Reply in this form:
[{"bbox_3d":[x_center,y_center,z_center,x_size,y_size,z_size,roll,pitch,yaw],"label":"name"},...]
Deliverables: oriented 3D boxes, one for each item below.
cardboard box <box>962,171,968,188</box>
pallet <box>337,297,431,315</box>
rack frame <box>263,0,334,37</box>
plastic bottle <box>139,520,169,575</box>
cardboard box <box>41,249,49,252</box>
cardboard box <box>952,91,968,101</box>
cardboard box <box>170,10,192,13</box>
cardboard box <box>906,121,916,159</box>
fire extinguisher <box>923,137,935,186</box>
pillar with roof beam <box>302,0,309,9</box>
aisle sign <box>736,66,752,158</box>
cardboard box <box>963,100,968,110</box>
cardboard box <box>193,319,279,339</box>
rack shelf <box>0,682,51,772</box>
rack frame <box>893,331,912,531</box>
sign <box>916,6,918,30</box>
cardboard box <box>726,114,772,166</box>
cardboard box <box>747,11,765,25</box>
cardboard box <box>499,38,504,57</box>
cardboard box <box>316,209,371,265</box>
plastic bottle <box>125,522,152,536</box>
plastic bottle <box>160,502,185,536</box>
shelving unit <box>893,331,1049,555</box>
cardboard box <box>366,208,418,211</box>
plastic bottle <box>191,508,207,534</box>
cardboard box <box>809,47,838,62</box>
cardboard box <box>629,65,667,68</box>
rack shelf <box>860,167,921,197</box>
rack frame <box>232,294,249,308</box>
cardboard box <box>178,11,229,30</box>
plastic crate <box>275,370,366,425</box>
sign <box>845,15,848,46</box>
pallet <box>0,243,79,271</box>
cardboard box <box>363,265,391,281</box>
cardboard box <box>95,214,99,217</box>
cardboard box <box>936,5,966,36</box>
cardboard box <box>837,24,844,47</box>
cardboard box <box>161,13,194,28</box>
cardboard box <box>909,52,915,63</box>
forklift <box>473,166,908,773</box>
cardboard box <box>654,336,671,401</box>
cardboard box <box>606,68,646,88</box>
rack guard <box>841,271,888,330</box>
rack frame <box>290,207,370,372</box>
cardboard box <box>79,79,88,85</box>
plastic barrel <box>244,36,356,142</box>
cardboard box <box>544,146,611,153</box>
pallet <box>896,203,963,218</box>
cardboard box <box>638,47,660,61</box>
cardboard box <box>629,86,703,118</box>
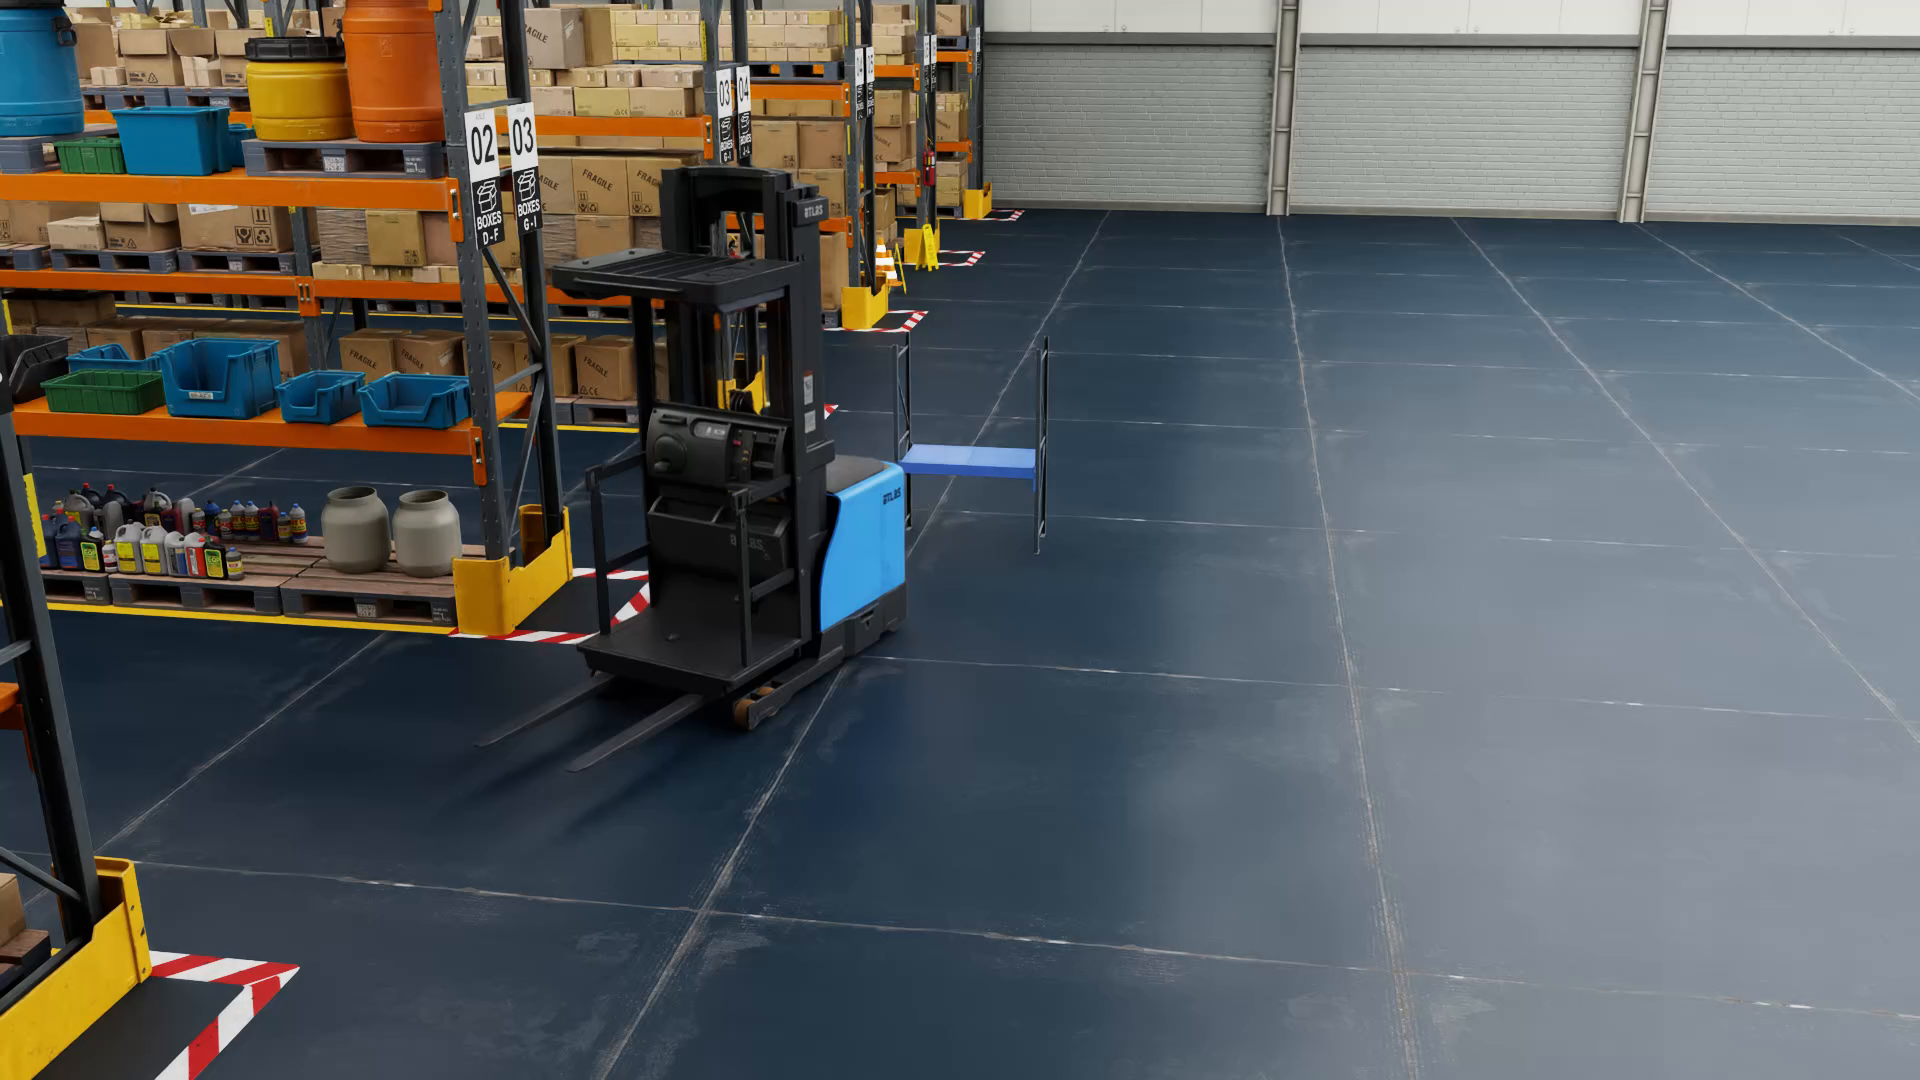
[{"bbox_3d":[-0.141,-6.447,29.728,0.500,0.250,0.500,3,19,10],"label":"cardboard box"},{"bbox_3d":[-7.110,-3.070,21.146,1.213,0.211,1.003,3,19,9],"label":"pallet"},{"bbox_3d":[-6.015,-5.613,14.895,0.127,3.000,1.000,3,19,9],"label":"rack frame"},{"bbox_3d":[-5.280,0.043,10.930,0.185,0.351,0.144,4,19,11],"label":"plastic bottle"},{"bbox_3d":[-11.817,-3.586,21.572,0.500,0.500,0.500,4,19,11],"label":"cardboard box"},{"bbox_3d":[-0.008,-7.806,29.257,0.250,0.149,0.380,3,19,8],"label":"cardboard box"},{"bbox_3d":[-14.112,-9.608,30.542,0.500,0.250,0.500,3,19,8],"label":"cardboard box"},{"bbox_3d":[-0.917,-5.970,24.792,0.500,0.500,0.500,3,19,8],"label":"cardboard box"},{"bbox_3d":[-0.454,-5.484,24.088,0.183,0.674,0.296,3,19,9],"label":"fire extinguisher"},{"bbox_3d":[-12.785,-9.644,26.944,0.400,9.000,9.100,3,19,9],"label":"pillar with roof beam"},{"bbox_3d":[-1.957,-3.890,15.105,0.004,0.787,0.394,3,19,9],"label":"aisle sign"},{"bbox_3d":[-0.004,-7.680,29.348,0.250,0.149,0.380,2,19,7],"label":"cardboard box"},{"bbox_3d":[-7.086,-1.858,16.376,0.500,0.500,0.700,3,19,8],"label":"cardboard box"},{"bbox_3d":[-5.615,0.778,6.386,4.000,0.370,1.077,3,19,9],"label":"rack shelf"},{"bbox_3d":[-0.418,-0.733,12.129,0.032,1.500,0.500,3,19,9],"label":"rack frame"},{"bbox_3d":[-0.601,-7.340,23.391,0.005,0.325,0.100,3,19,9],"label":"sign"},{"bbox_3d":[-2.628,-4.799,19.979,0.550,0.550,0.875,3,19,9],"label":"cardboard box"},{"bbox_3d":[-2.321,-5.992,19.077,0.250,0.149,0.380,3,19,10],"label":"cardboard box"},{"bbox_3d":[-5.685,-6.030,20.264,0.396,0.266,0.258,3,19,8],"label":"cardboard box"},{"bbox_3d":[-5.580,-2.914,15.659,0.500,0.500,0.875,3,19,9],"label":"cardboard box"},{"bbox_3d":[-5.465,0.021,11.112,0.135,0.276,0.152,3,19,9],"label":"plastic bottle"},{"bbox_3d":[-5.467,-0.126,11.539,0.133,0.283,0.061,3,19,9],"label":"plastic bottle"},{"bbox_3d":[0.084,-0.707,12.052,1.048,1.500,0.538,3,19,9],"label":"shelving unit"},{"bbox_3d":[-5.117,-3.303,15.246,0.500,0.500,0.500,3,19,9],"label":"cardboard box"},{"bbox_3d":[-5.330,-0.123,11.659,0.097,0.201,0.097,0,18,0],"label":"plastic bottle"},{"bbox_3d":[-1.561,-5.576,19.089,0.250,0.149,0.380,3,19,9],"label":"cardboard box"},{"bbox_3d":[-2.810,-4.211,15.040,0.250,0.149,0.380,3,19,8],"label":"cardboard box"},{"bbox_3d":[-2.468,-5.430,24.940,4.000,0.370,1.077,3,19,9],"label":"rack shelf"},{"bbox_3d":[-9.078,-4.518,21.078,0.127,3.000,1.000,3,19,9],"label":"rack frame"},{"bbox_3d":[-11.518,-7.809,25.367,0.500,0.500,0.500,3,19,8],"label":"cardboard box"},{"bbox_3d":[-4.033,-0.910,10.530,0.408,0.251,0.499,3,19,9],"label":"plastic crate"},{"bbox_3d":[-1.279,-5.751,18.765,0.005,0.325,0.100,3,19,9],"label":"sign"},{"bbox_3d":[-9.244,-2.875,16.472,1.003,0.211,1.213,3,19,9],"label":"pallet"},{"bbox_3d":[-5.354,-2.523,15.512,0.250,0.149,0.380,3,19,9],"label":"cardboard box"},{"bbox_3d":[-8.275,-3.105,16.406,0.258,0.266,0.396,2,19,7],"label":"cardboard box"},{"bbox_3d":[-0.186,-8.889,28.437,0.500,0.500,0.500,4,19,10],"label":"cardboard box"},{"bbox_3d":[-1.615,-5.959,19.606,0.500,0.250,0.500,3,19,9],"label":"cardboard box"},{"bbox_3d":[-9.518,-6.290,20.282,0.258,0.266,0.396,3,19,9],"label":"cardboard box"},{"bbox_3d":[-0.770,-7.093,24.442,0.250,0.149,0.380,3,19,9],"label":"cardboard box"},{"bbox_3d":[-1.476,-0.508,9.202,1.130,2.935,3.031,10,21,27],"label":"forklift"},{"bbox_3d":[-2.679,-1.617,15.685,0.500,0.500,0.500,7,20,19],"label":"cardboard box"},{"bbox_3d":[-2.915,-4.052,14.567,0.250,0.149,0.380,2,19,6],"label":"cardboard box"},{"bbox_3d":[-1.155,-2.929,20.268,0.348,0.500,1.175,3,19,9],"label":"rack guard"},{"bbox_3d":[-6.015,-2.768,15.847,0.127,3.000,1.000,3,19,9],"label":"rack frame"},{"bbox_3d":[-8.525,-4.168,15.542,0.500,0.250,0.500,3,19,10],"label":"cardboard box"},{"bbox_3d":[-3.997,-2.743,10.088,0.600,0.588,0.600,0,18,0],"label":"plastic barrel"},{"bbox_3d":[-3.552,-3.394,15.518,0.500,0.500,0.500,3,19,9],"label":"cardboard box"},{"bbox_3d":[-0.472,-5.929,29.691,1.213,0.211,1.003,3,19,9],"label":"pallet"},{"bbox_3d":[-3.565,-5.678,19.395,0.250,0.149,0.380,3,19,9],"label":"cardboard box"},{"bbox_3d":[-2.582,-3.862,14.628,0.500,0.250,0.500,3,19,10],"label":"cardboard box"}]
